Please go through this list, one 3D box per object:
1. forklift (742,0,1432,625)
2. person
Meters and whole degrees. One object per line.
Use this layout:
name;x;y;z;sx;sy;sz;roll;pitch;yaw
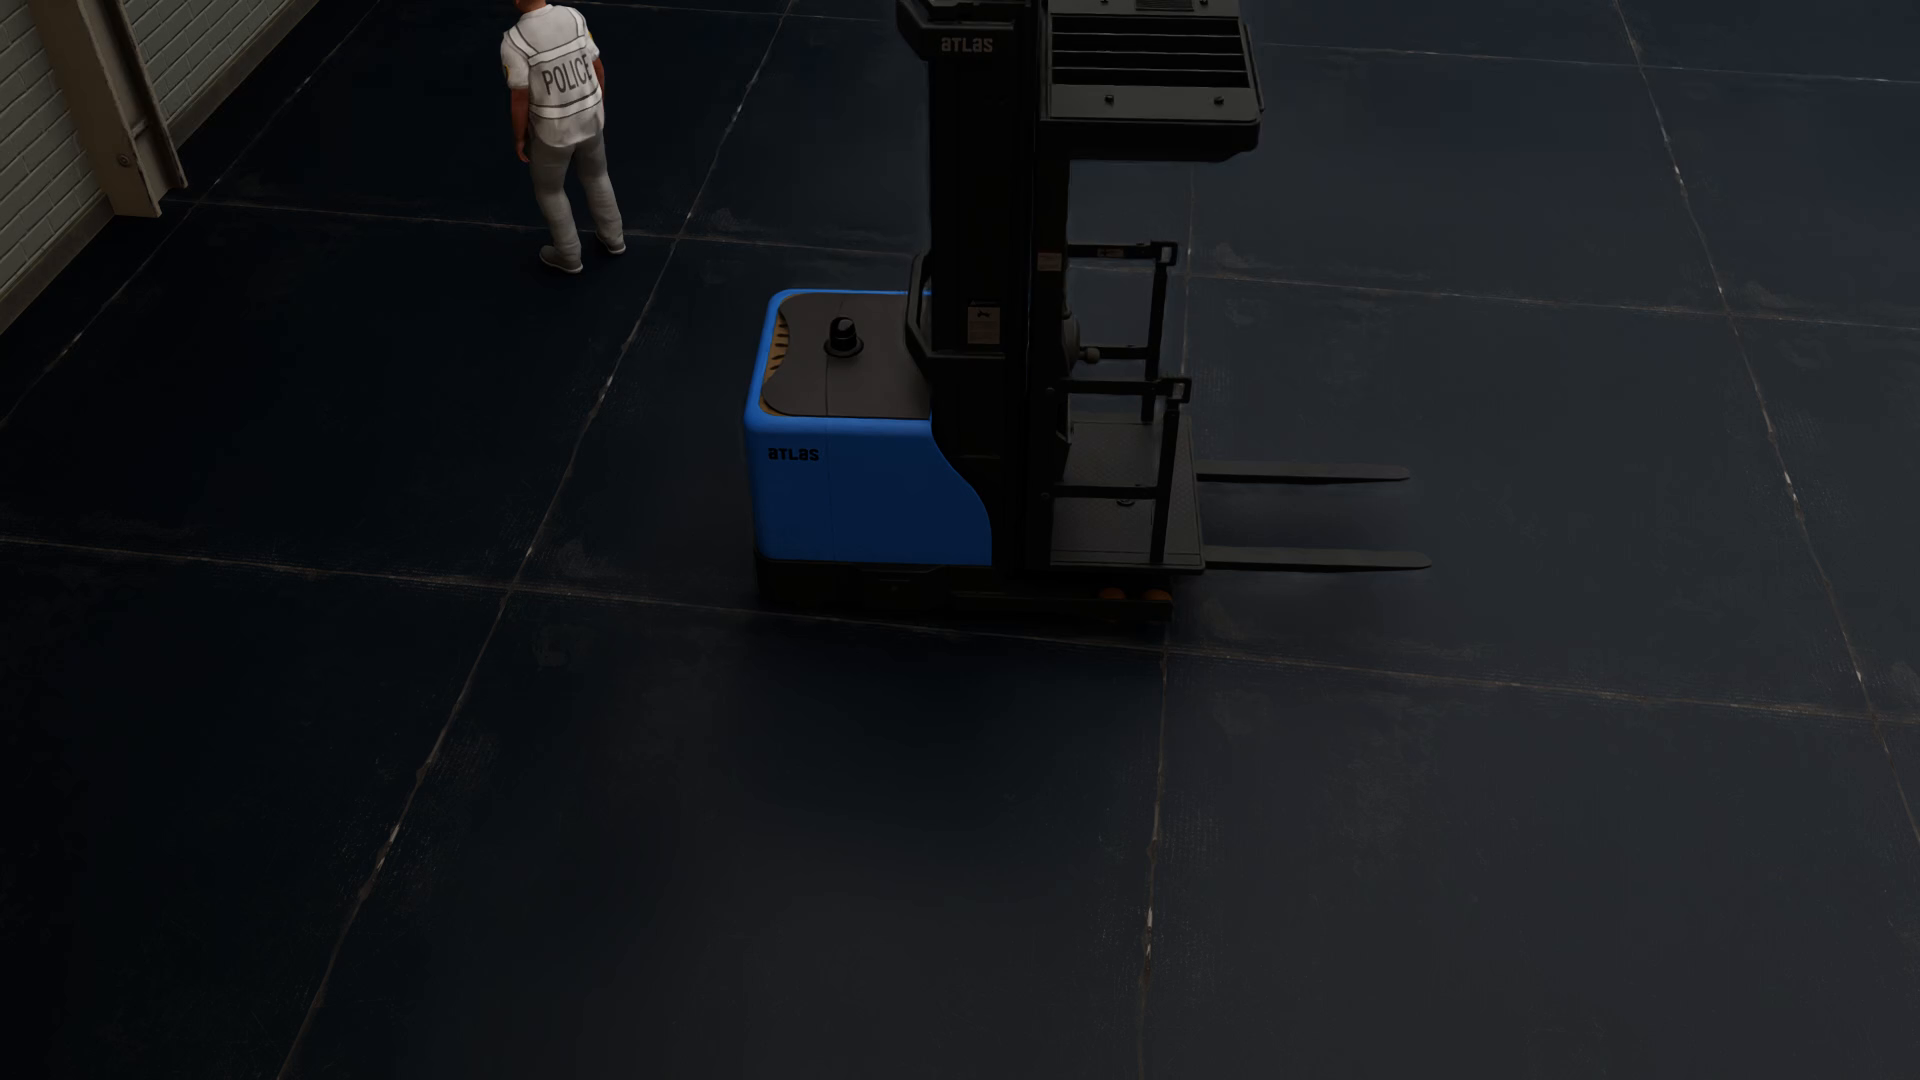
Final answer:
forklift;0.612;-1.068;6.887;3.031;2.935;1.130;2;43;2
person;-2.172;-2.275;9.075;0.592;1.746;0.442;-32;51;-30
